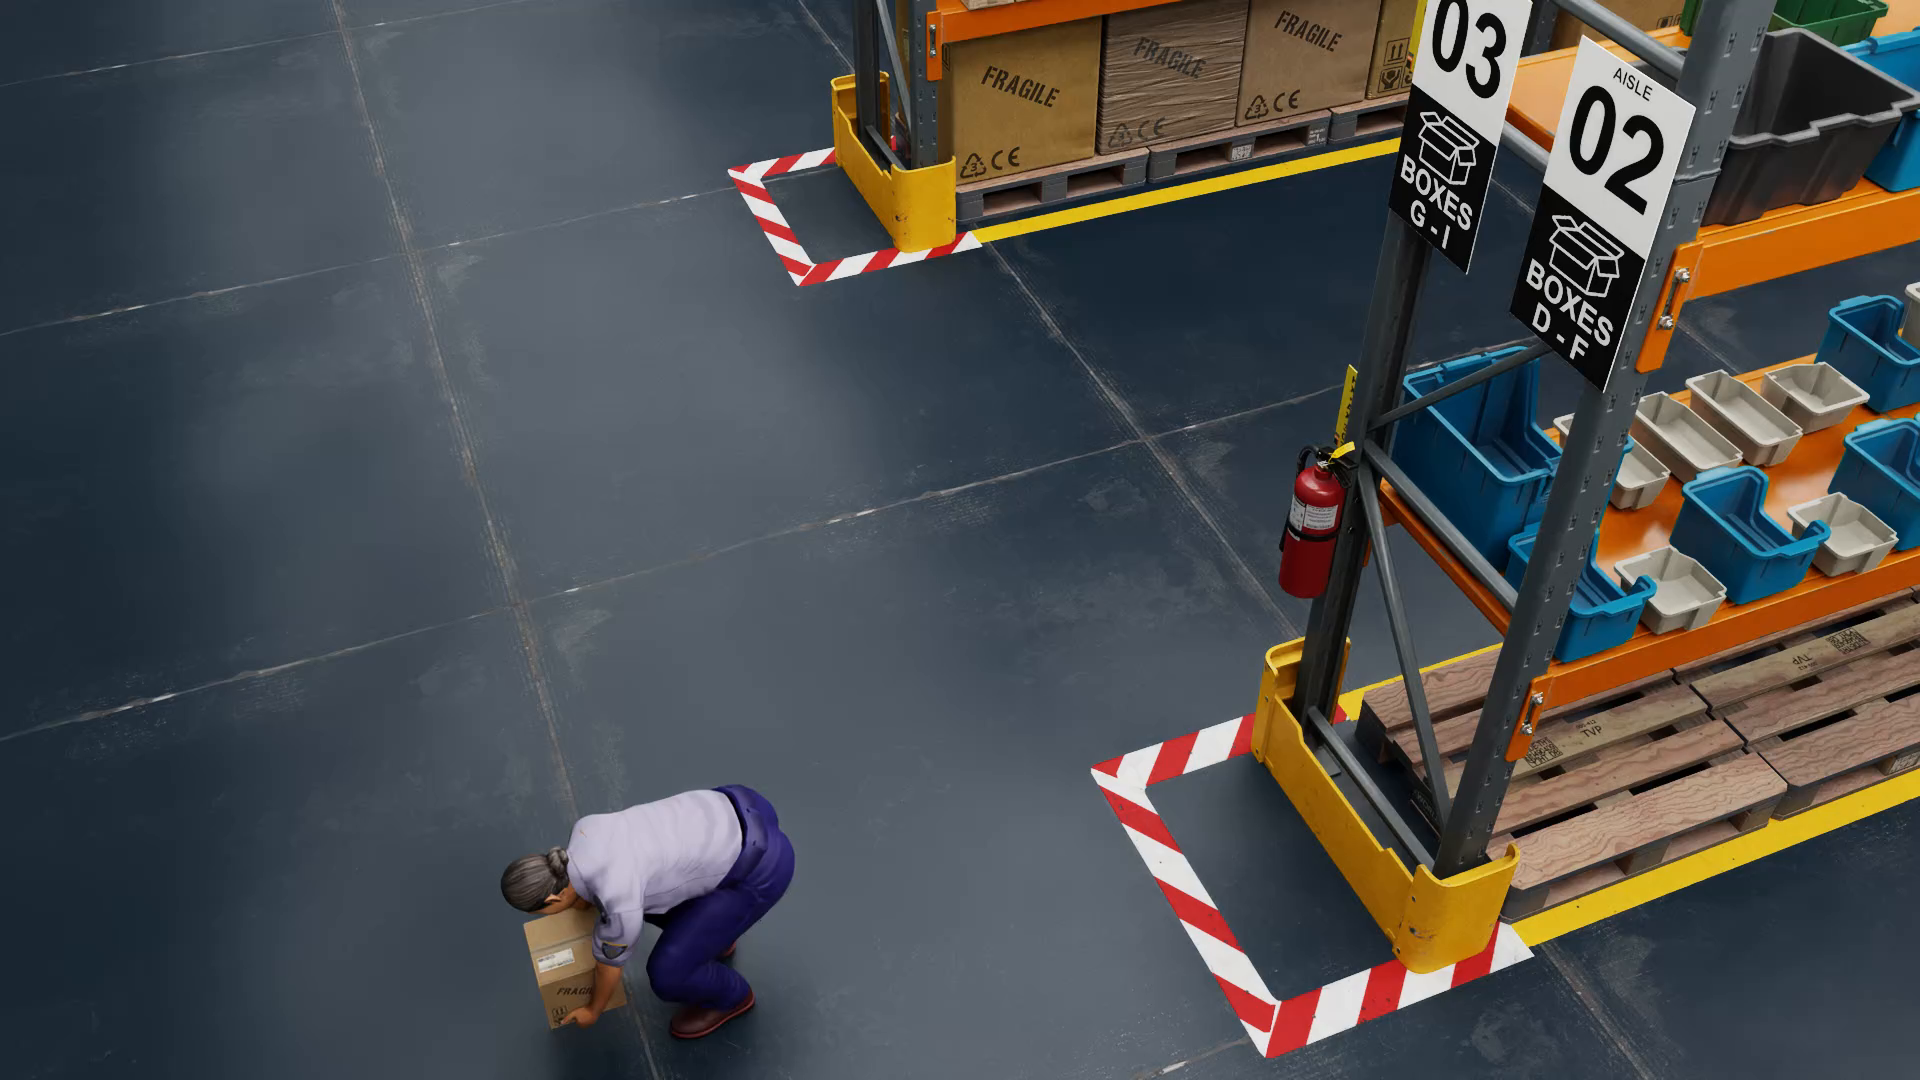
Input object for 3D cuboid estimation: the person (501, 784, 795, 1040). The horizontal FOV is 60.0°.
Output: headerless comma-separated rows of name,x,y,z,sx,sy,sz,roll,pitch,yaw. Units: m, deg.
person,-0.966,1.200,5.349,0.886,0.970,0.501,-17,45,-18
